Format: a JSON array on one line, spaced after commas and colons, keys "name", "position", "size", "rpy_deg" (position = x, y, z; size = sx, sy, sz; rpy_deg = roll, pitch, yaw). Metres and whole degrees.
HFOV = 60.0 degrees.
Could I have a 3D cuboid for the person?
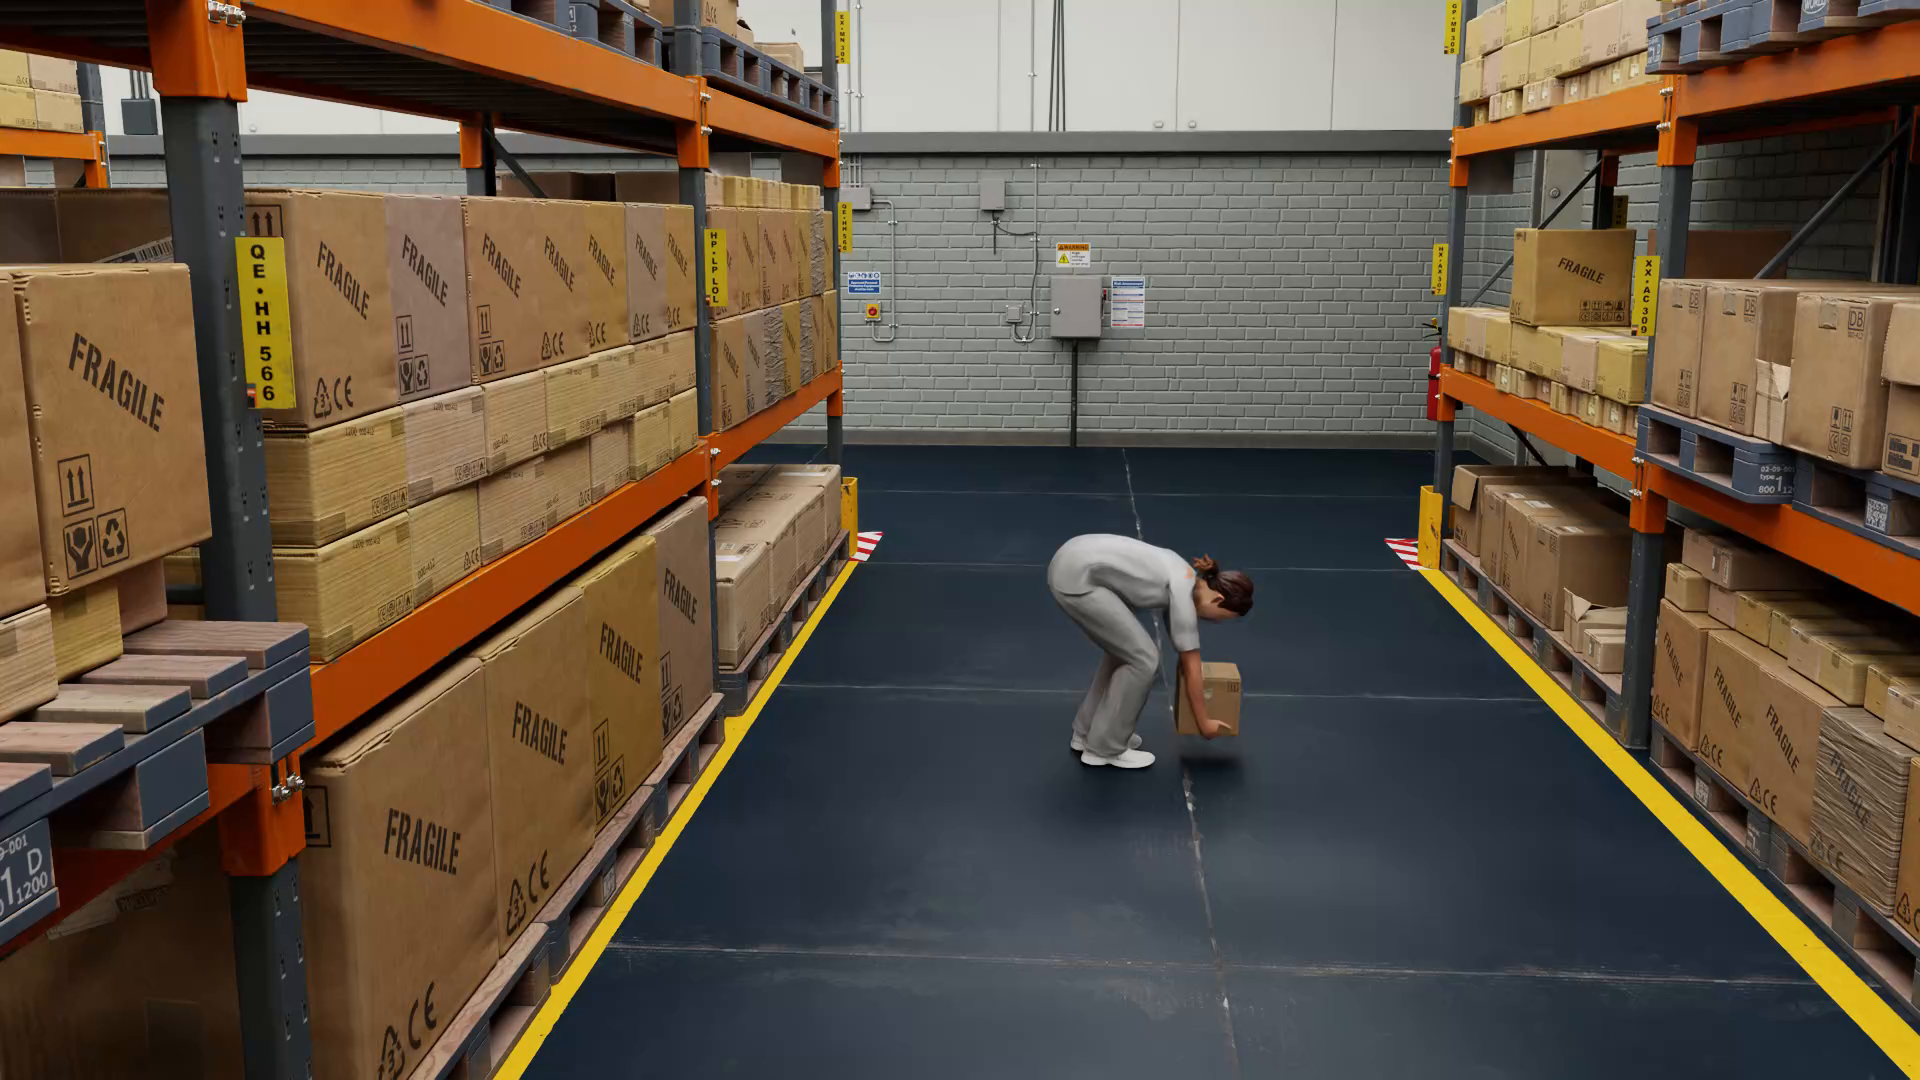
[{"name": "person", "position": [0.790, 0.452, 6.963], "size": [0.858, 0.962, 0.451], "rpy_deg": [0, 11, 1]}]
